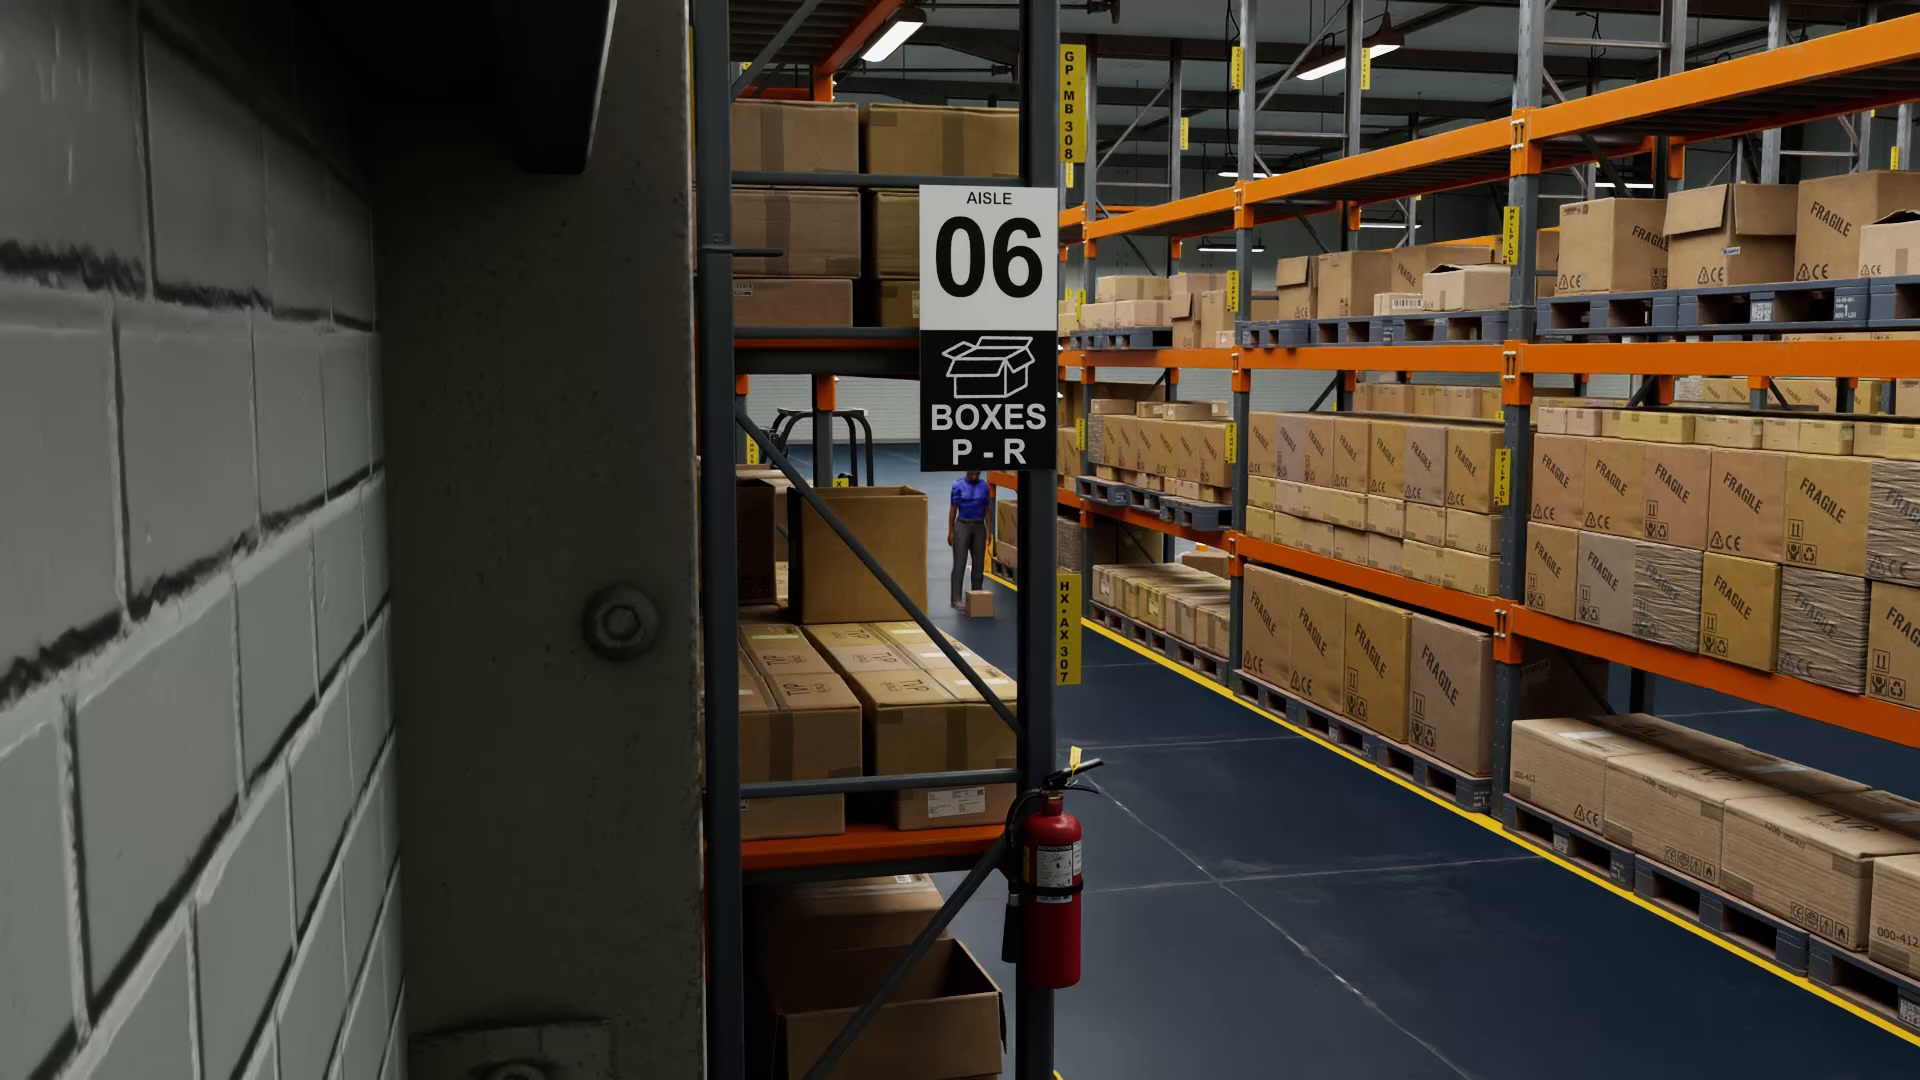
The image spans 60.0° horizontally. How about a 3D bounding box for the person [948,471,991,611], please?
[{"bbox_3d":[0.129,-0.068,18.009,0.480,1.639,0.368,-2,7,-22],"label":"person"}]
